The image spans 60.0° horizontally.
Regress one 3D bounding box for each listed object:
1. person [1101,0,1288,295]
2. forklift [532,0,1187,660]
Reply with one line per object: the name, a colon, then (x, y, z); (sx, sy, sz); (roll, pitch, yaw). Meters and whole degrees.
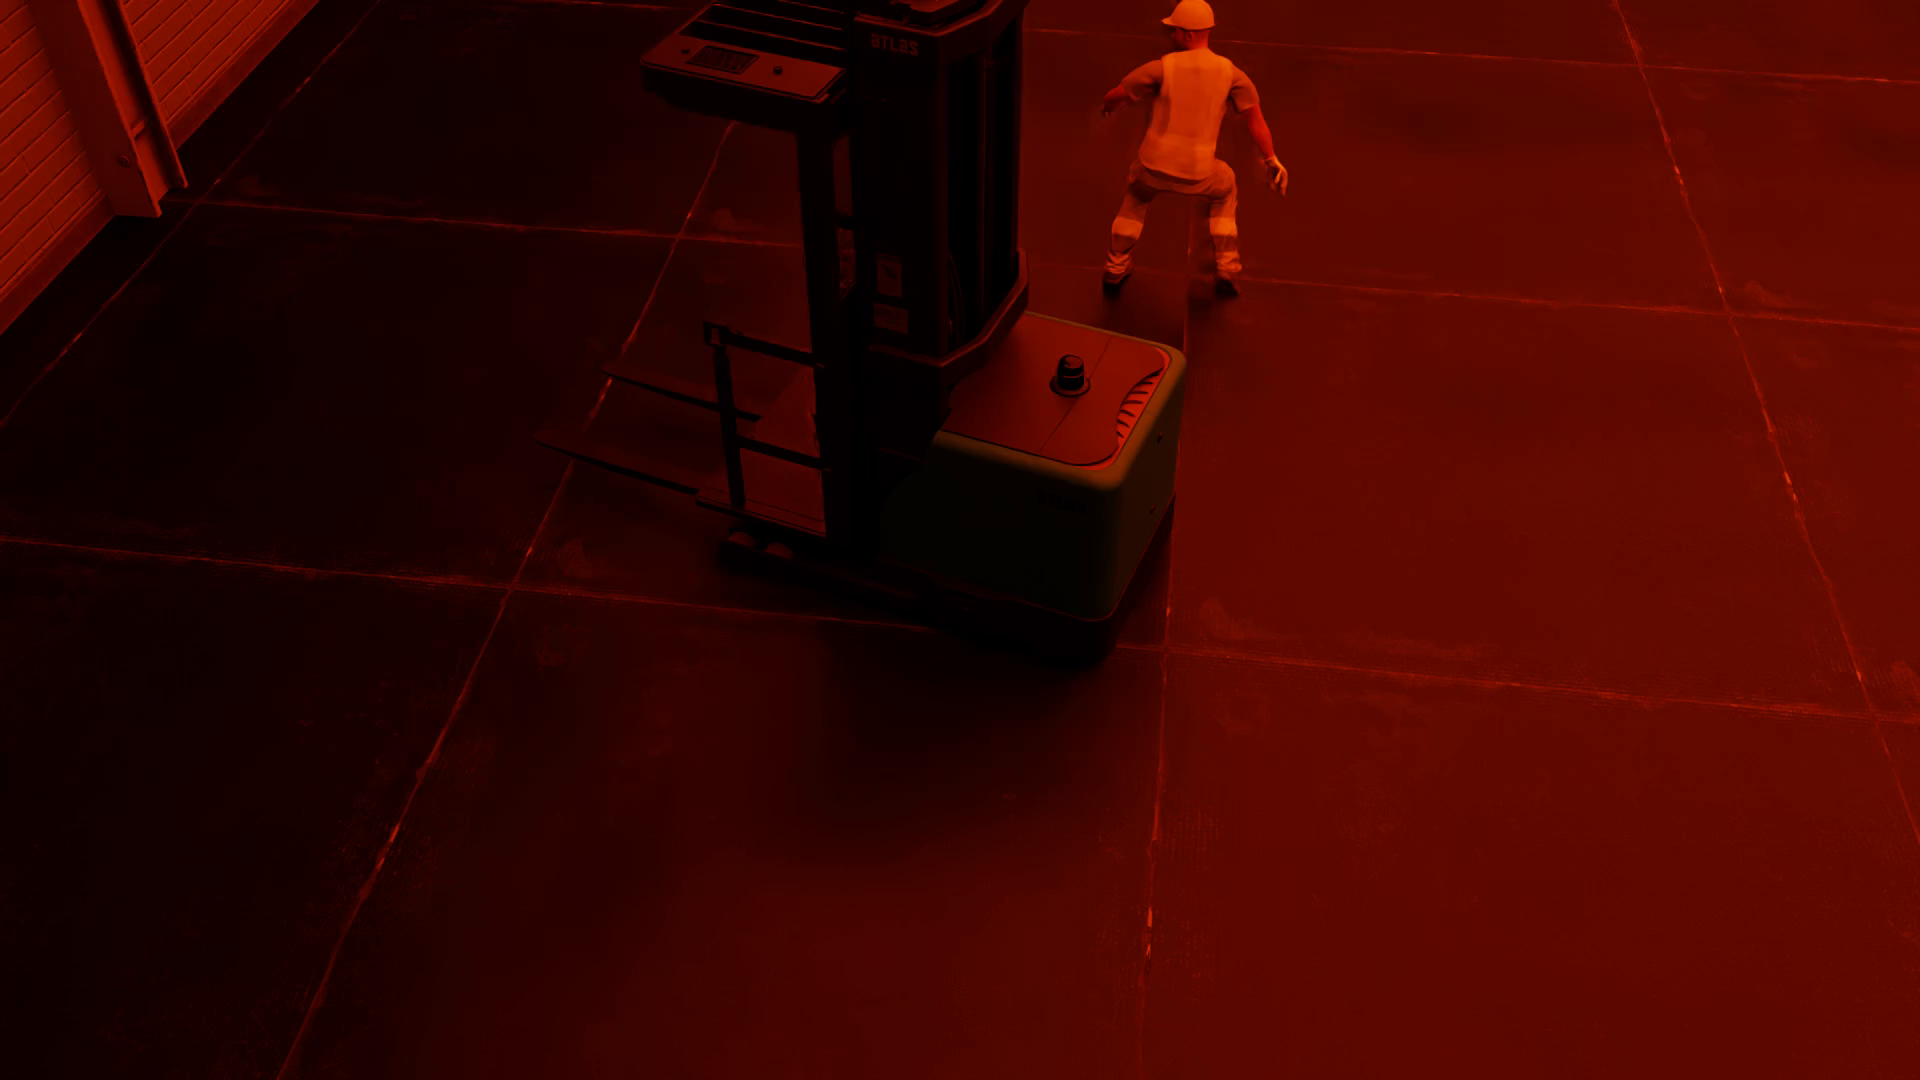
person: (1.251, -2.053, 9.001); (1.051, 1.688, 0.550); (8, 43, 8)
forklift: (-0.565, -1.214, 7.046); (3.031, 2.935, 1.130); (16, 45, 17)
